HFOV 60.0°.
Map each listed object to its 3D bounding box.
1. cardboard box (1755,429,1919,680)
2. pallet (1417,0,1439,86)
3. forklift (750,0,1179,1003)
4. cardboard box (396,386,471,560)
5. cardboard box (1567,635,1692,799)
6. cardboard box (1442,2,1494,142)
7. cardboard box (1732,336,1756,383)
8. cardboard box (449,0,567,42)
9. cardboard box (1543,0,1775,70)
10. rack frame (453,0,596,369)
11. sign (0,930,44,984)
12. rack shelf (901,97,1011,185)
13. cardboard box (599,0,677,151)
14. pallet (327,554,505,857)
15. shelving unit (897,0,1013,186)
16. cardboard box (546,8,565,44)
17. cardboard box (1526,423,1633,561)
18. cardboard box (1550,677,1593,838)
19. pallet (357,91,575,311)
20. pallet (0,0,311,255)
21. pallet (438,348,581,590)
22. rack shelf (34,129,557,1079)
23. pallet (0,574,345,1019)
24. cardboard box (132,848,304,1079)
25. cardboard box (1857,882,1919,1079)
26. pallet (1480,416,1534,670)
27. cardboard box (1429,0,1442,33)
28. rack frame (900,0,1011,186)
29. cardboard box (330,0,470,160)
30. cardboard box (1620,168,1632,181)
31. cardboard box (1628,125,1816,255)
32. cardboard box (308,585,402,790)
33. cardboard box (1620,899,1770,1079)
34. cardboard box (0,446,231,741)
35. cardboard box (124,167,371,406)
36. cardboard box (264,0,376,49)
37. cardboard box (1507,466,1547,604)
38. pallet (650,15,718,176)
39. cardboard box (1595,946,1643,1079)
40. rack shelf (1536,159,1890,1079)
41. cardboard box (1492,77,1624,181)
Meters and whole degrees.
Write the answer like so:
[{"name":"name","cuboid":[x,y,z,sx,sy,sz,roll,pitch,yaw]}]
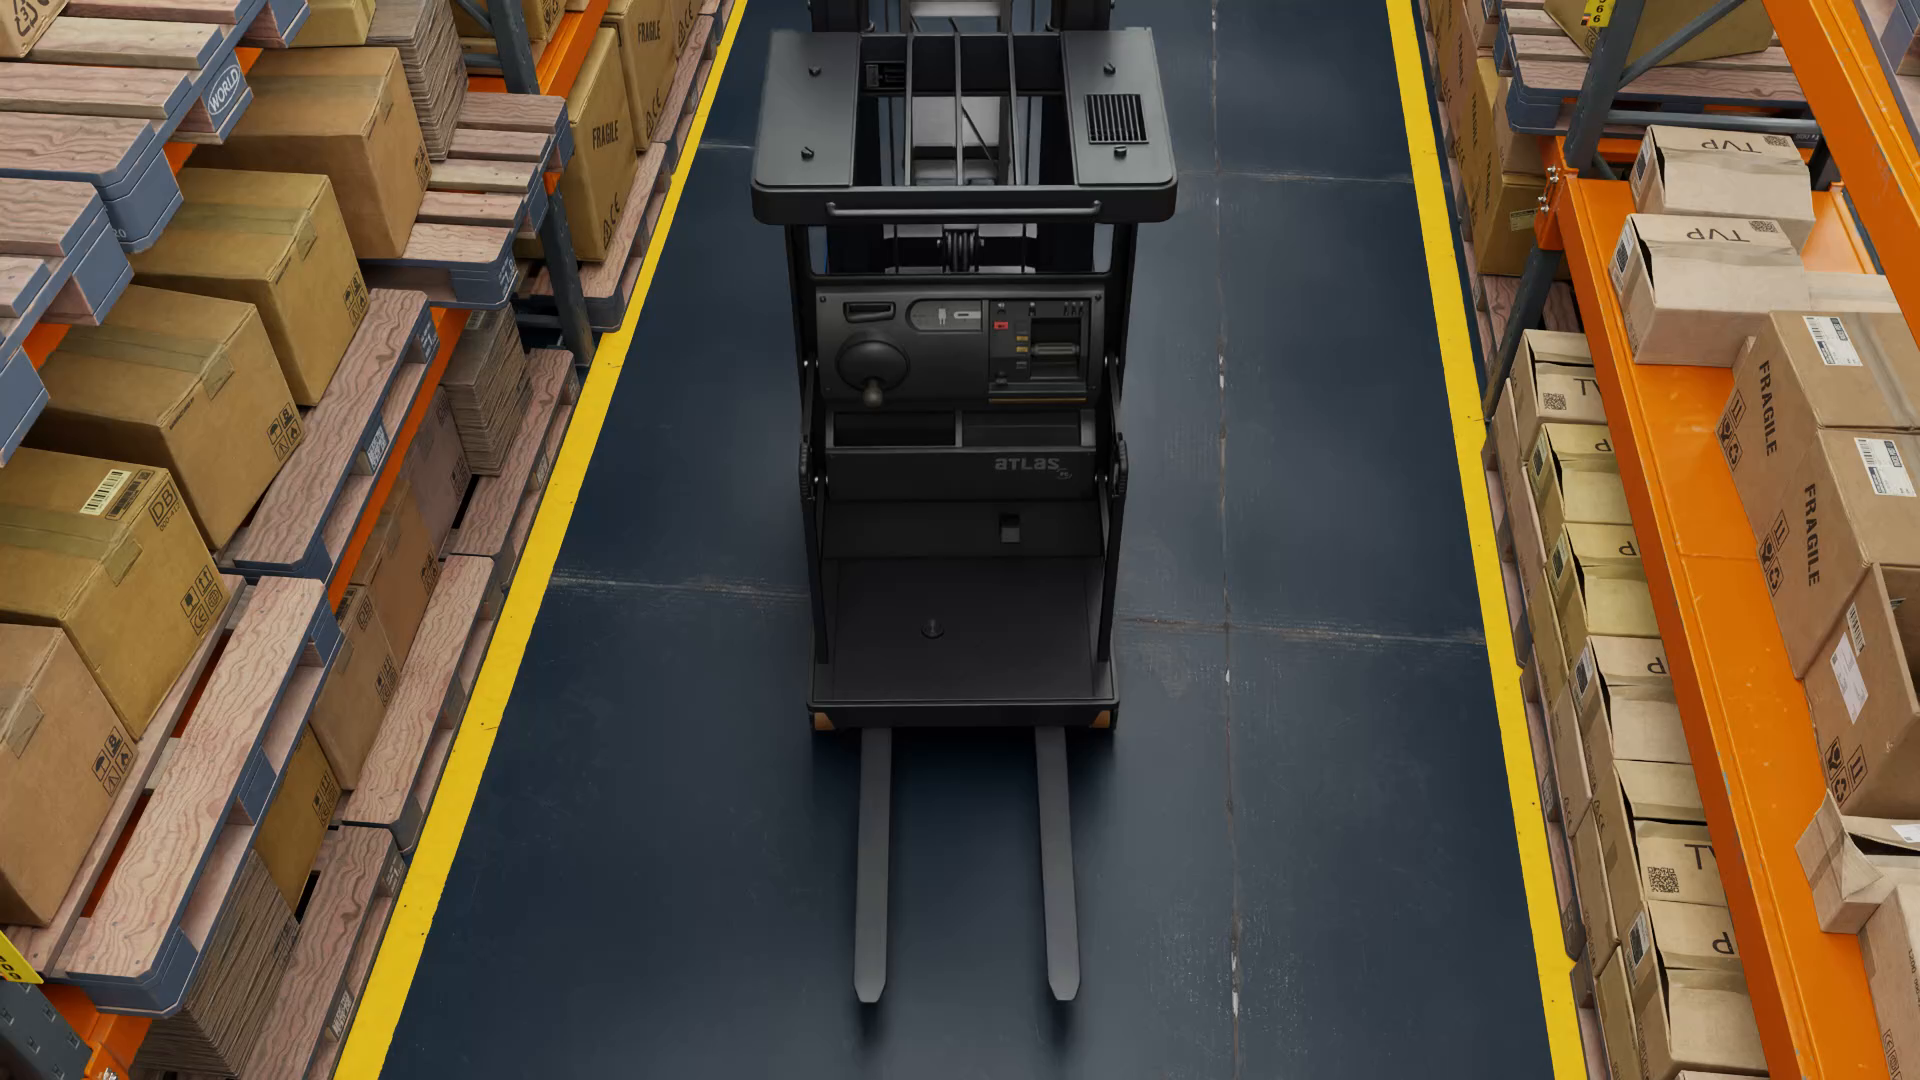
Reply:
[{"name":"cardboard box","cuboid":[2.595,0.058,4.596,0.500,0.500,0.500,4,48,4]},{"name":"pallet","cuboid":[3.107,-2.927,9.284,1.003,0.211,1.213,4,48,4]},{"name":"forklift","cuboid":[0.007,-0.529,5.248,1.130,2.935,3.031,0,48,0]},{"name":"cardboard box","cuboid":[-2.330,-0.261,6.352,0.700,0.500,0.500,4,48,3]},{"name":"cardboard box","cuboid":[2.305,0.572,5.392,0.500,0.311,0.500,3,48,3]},{"name":"cardboard box","cuboid":[2.720,-2.303,8.219,0.500,0.500,0.500,2,48,2]},{"name":"cardboard box","cuboid":[2.719,-0.503,5.348,0.380,0.149,0.250,7,48,6]},{"name":"cardboard box","cuboid":[-1.855,-2.340,6.574,0.500,0.500,0.500,5,48,5]},{"name":"cardboard box","cuboid":[2.725,-2.175,6.354,0.700,0.500,0.500,-11,48,-10]},{"name":"rack frame","cuboid":[-2.154,-1.859,6.418,1.000,3.000,0.127,4,48,4]},{"name":"sign","cuboid":[-1.978,0.819,3.382,0.100,0.325,0.005,4,48,4]},{"name":"rack shelf","cuboid":[-0.018,-1.558,6.768,0.431,0.518,0.480,0,47,0]},{"name":"cardboard box","cuboid":[-1.870,-2.450,8.130,0.750,0.750,0.750,4,48,3]},{"name":"pallet","cuboid":[-2.340,0.550,6.104,1.003,0.211,1.213,4,48,4]},{"name":"shelving unit","cuboid":[-0.018,-1.567,6.758,0.431,2.100,0.503,0,47,0]},{"name":"cardboard box","cuboid":[-1.862,-2.192,6.879,0.380,0.149,0.250,4,48,4]},{"name":"cardboard box","cuboid":[2.400,-0.180,6.081,0.500,0.311,0.500,3,48,3]},{"name":"cardboard box","cuboid":[2.306,0.751,5.609,0.500,0.250,0.500,5,48,4]},{"name":"pallet","cuboid":[-2.113,-1.264,6.003,1.213,0.211,1.003,4,48,4]},{"name":"pallet","cuboid":[-2.265,-1.078,3.797,1.213,0.211,1.003,4,48,4]},{"name":"pallet","cuboid":[-2.227,-0.344,6.921,1.003,0.211,1.213,4,48,4]},{"name":"rack shelf","cuboid":[-2.336,-0.147,5.339,1.077,0.370,4.000,4,48,4]},{"name":"pallet","cuboid":[-2.304,0.593,4.305,1.003,0.211,1.213,4,48,4]},{"name":"cardboard box","cuboid":[-2.468,1.233,4.985,0.700,0.500,0.500,5,48,5]},{"name":"cardboard box","cuboid":[2.416,1.096,3.816,0.500,0.250,0.500,7,48,6]},{"name":"pallet","cuboid":[2.666,0.015,6.594,1.003,0.211,1.213,4,48,4]},{"name":"cardboard box","cuboid":[2.820,-3.041,8.895,0.500,0.500,0.500,4,48,4]},{"name":"rack frame","cuboid":[-0.016,-1.388,6.592,0.400,2.100,0.015,0,47,0]},{"name":"cardboard box","cuboid":[-2.187,-1.695,5.902,0.700,0.500,0.500,-1,48,-1]},{"name":"cardboard box","cuboid":[3.148,-1.534,7.516,0.500,0.500,0.500,2,48,2]},{"name":"cardboard box","cuboid":[2.703,-1.234,5.907,0.500,0.311,0.500,7,48,6]},{"name":"cardboard box","cuboid":[-2.384,0.478,5.676,0.700,0.500,0.500,4,48,4]},{"name":"cardboard box","cuboid":[2.207,1.308,4.720,0.500,0.311,0.500,5,48,5]},{"name":"cardboard box","cuboid":[-2.380,0.116,4.245,0.700,0.500,0.500,8,48,8]},{"name":"cardboard box","cuboid":[-2.278,-0.778,5.063,0.700,0.500,0.500,4,48,4]},{"name":"cardboard box","cuboid":[-2.170,-1.767,5.528,0.380,0.149,0.250,-3,48,-3]},{"name":"cardboard box","cuboid":[2.394,-0.008,6.303,0.500,0.250,0.500,3,48,2]},{"name":"pallet","cuboid":[-1.893,-2.386,8.790,1.003,0.211,1.213,4,48,4]},{"name":"cardboard box","cuboid":[2.212,1.501,4.923,0.500,0.250,0.500,3,48,3]},{"name":"rack shelf","cuboid":[2.597,0.184,5.037,1.077,0.370,4.000,4,48,4]},{"name":"cardboard box","cuboid":[2.632,-1.831,7.280,0.500,0.250,0.500,6,48,5]}]
